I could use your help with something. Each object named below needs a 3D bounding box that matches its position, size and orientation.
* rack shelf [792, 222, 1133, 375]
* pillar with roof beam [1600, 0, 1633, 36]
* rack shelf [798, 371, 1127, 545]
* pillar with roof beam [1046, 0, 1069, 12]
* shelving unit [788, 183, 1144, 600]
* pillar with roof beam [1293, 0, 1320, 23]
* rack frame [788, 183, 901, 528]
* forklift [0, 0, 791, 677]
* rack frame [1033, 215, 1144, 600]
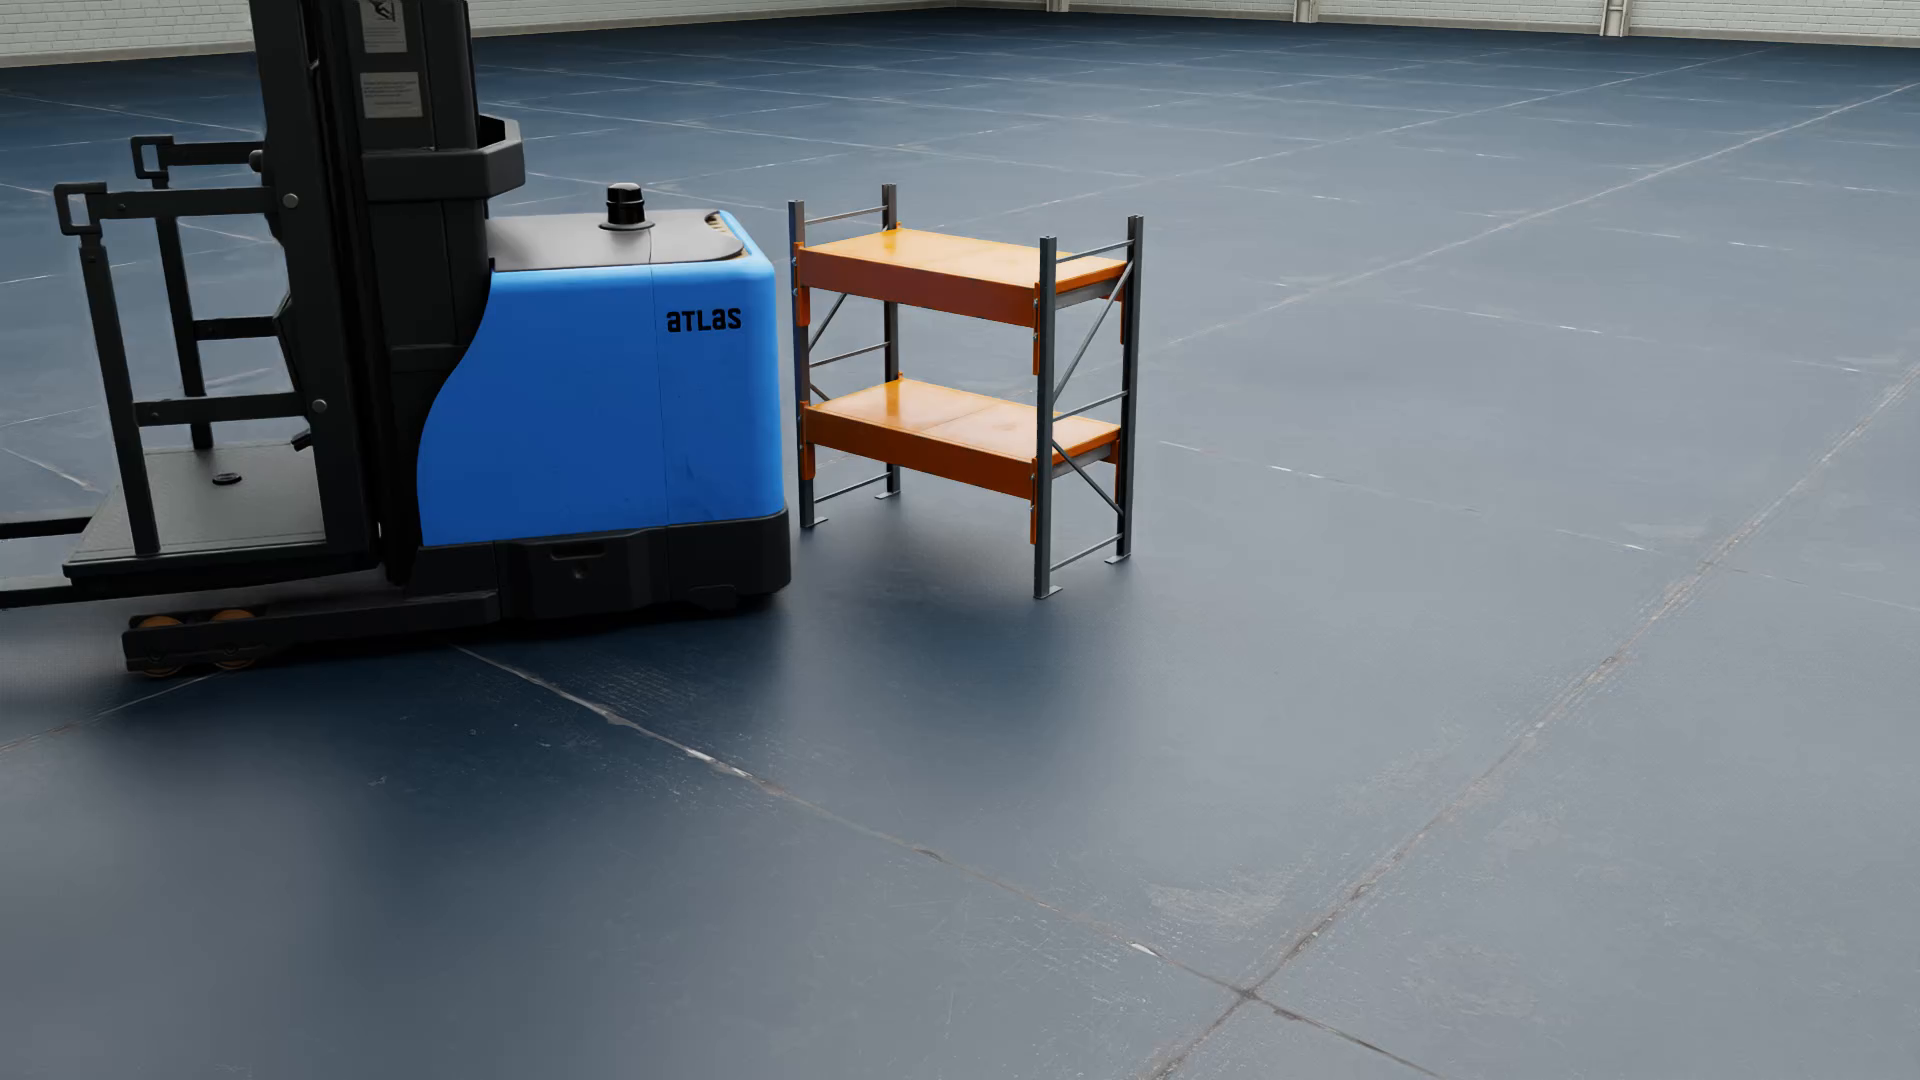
[{"bbox_3d":[0.005,-0.799,5.362,1.000,0.278,0.538,16,26,36],"label":"rack shelf"},{"bbox_3d":[8.699,-11.847,24.331,0.400,9.000,9.100,16,26,36],"label":"pillar with roof beam"},{"bbox_3d":[0.005,-0.296,5.552,1.000,0.278,0.538,16,26,36],"label":"rack shelf"},{"bbox_3d":[-0.598,-14.524,31.430,0.400,9.000,9.100,16,26,36],"label":"pillar with roof beam"},{"bbox_3d":[0.005,-0.525,5.466,1.048,1.125,0.538,16,26,36],"label":"shelving unit"},{"bbox_3d":[4.050,-13.186,27.881,0.400,9.000,9.100,16,26,36],"label":"pillar with roof beam"},{"bbox_3d":[-0.389,-0.638,5.766,0.032,1.125,0.500,16,26,36],"label":"rack frame"},{"bbox_3d":[-2.096,-1.194,4.681,3.031,2.935,1.130,-5,21,-14],"label":"forklift"},{"bbox_3d":[0.399,-0.411,5.165,0.032,1.125,0.500,16,26,36],"label":"rack frame"}]
